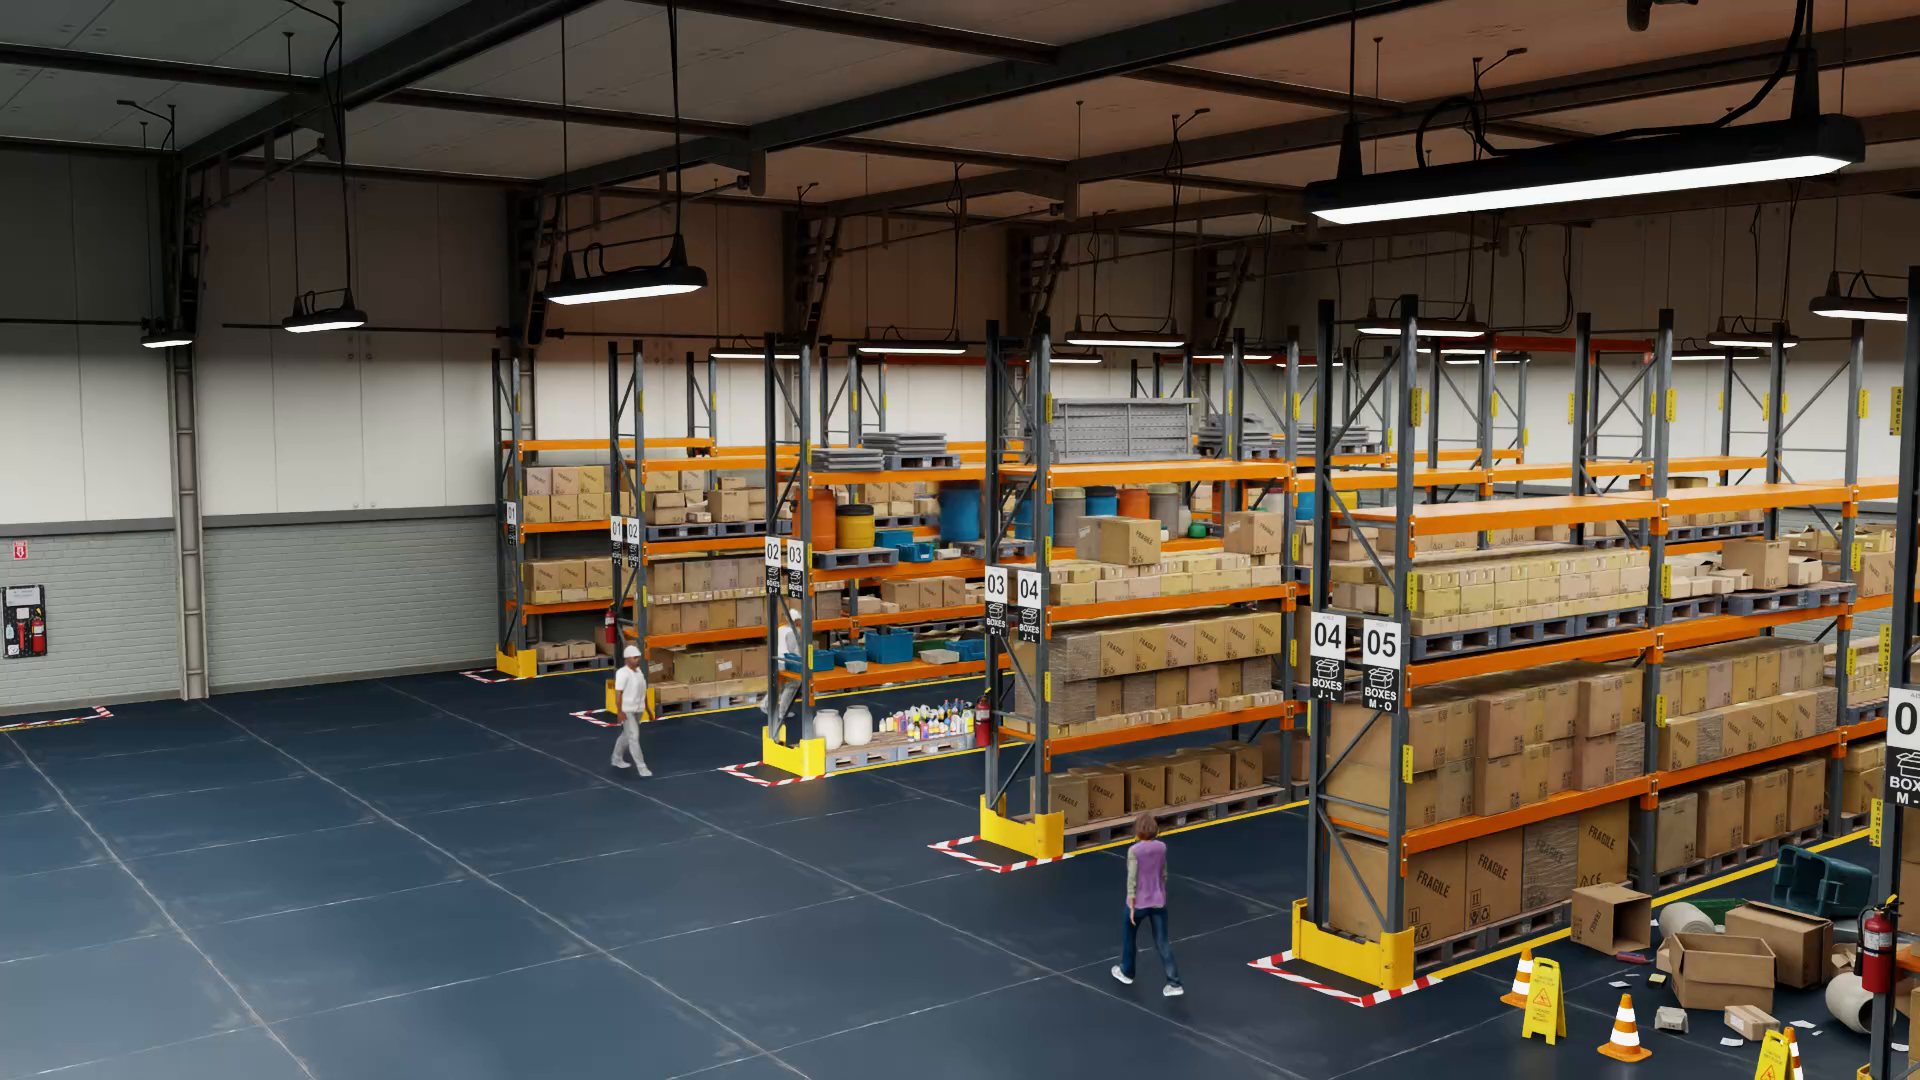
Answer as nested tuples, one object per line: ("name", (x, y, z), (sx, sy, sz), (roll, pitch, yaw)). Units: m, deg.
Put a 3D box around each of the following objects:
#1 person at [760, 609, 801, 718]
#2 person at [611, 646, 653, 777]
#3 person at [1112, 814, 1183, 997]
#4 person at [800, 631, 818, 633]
("person", (-2.843, 1.972, 26.522), (0.675, 1.740, 0.599), (-3, 6, -34))
("person", (-4.429, 2.300, 22.562), (0.968, 1.719, 0.611), (3, 6, 34))
("person", (1.610, 3.126, 14.294), (0.418, 1.545, 0.967), (-2, 5, -21))
("person", (-2.832, 1.663, 30.636), (0.671, 1.638, 0.564), (-3, 6, -34))
